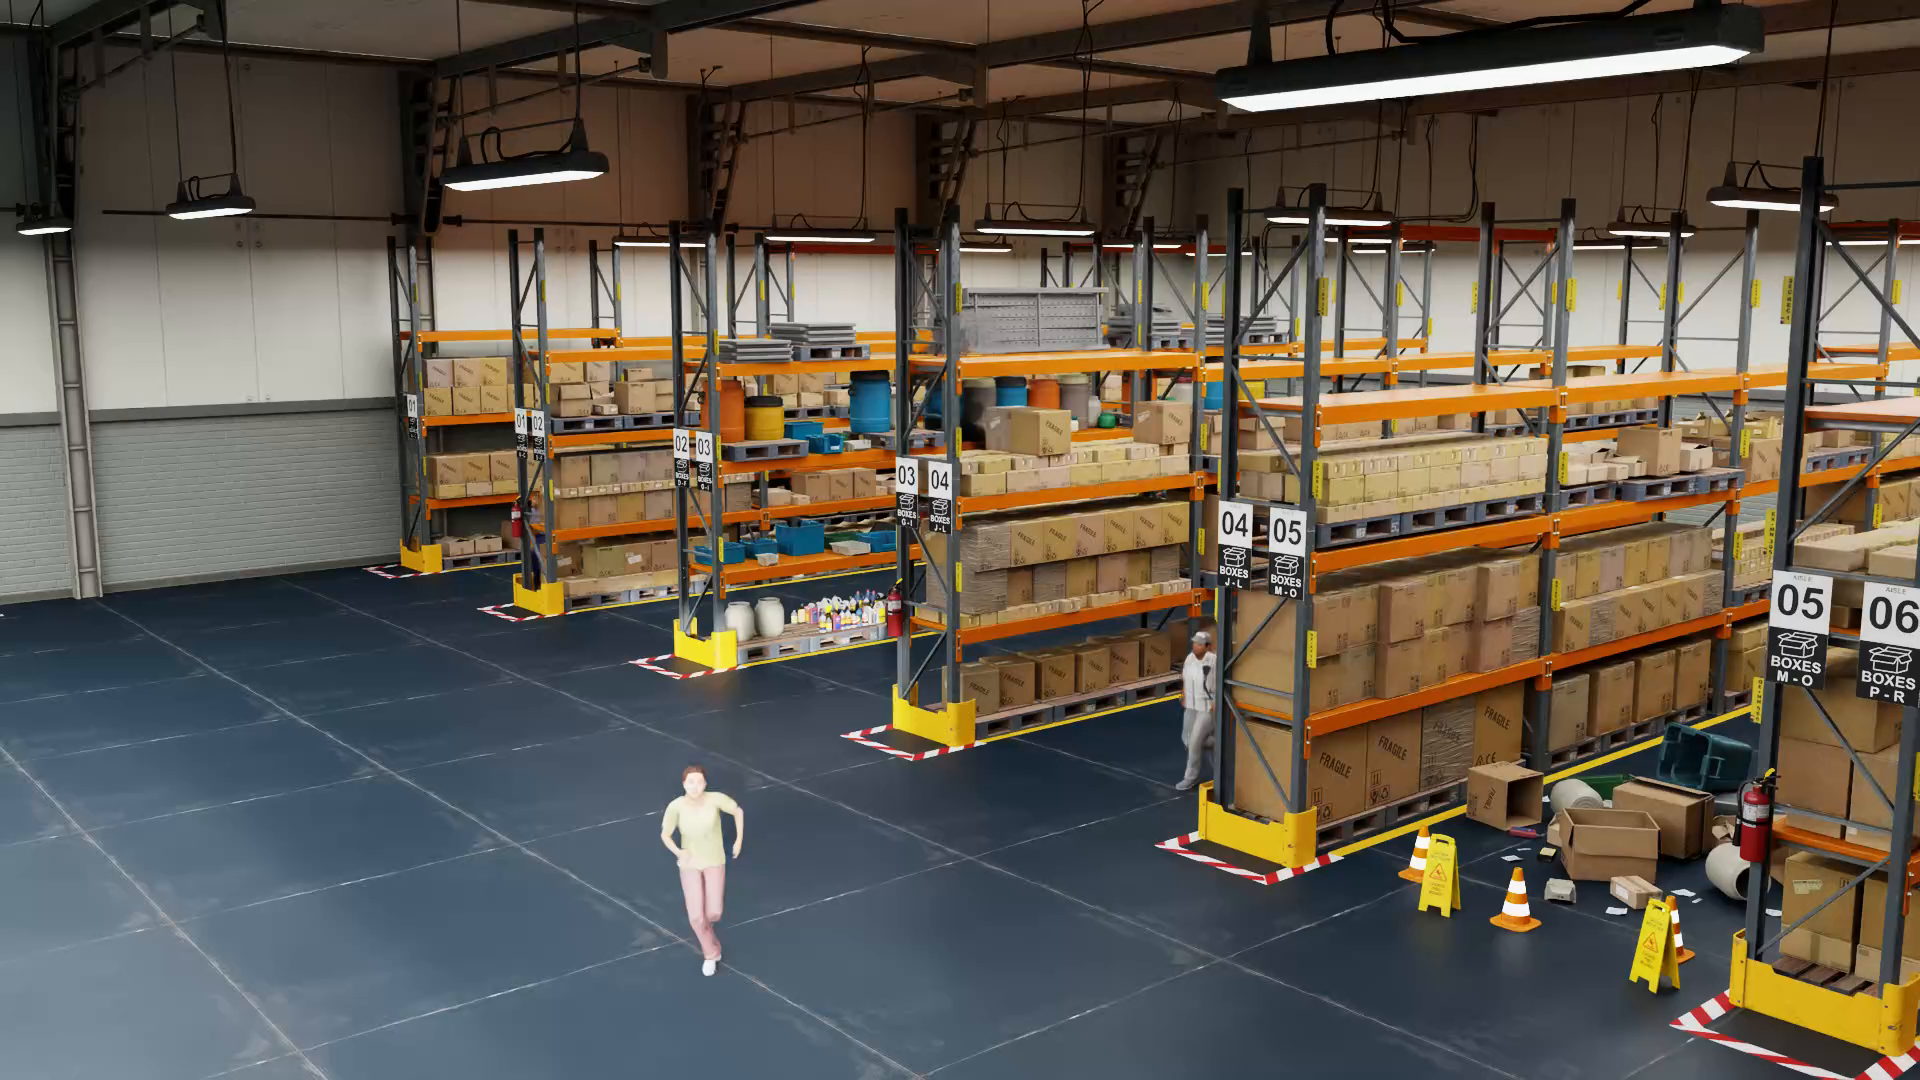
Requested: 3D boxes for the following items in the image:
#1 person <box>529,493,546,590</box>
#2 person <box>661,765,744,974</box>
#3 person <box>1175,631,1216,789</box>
[{"bbox_3d":[-7.054,0.041,28.278,0.815,1.702,0.578,-8,12,-41],"label":"person"},{"bbox_3d":[-1.944,2.472,12.599,0.618,1.615,0.640,-1,9,-8],"label":"person"},{"bbox_3d":[2.556,1.741,17.255,0.750,1.650,0.630,-8,12,-43],"label":"person"}]
